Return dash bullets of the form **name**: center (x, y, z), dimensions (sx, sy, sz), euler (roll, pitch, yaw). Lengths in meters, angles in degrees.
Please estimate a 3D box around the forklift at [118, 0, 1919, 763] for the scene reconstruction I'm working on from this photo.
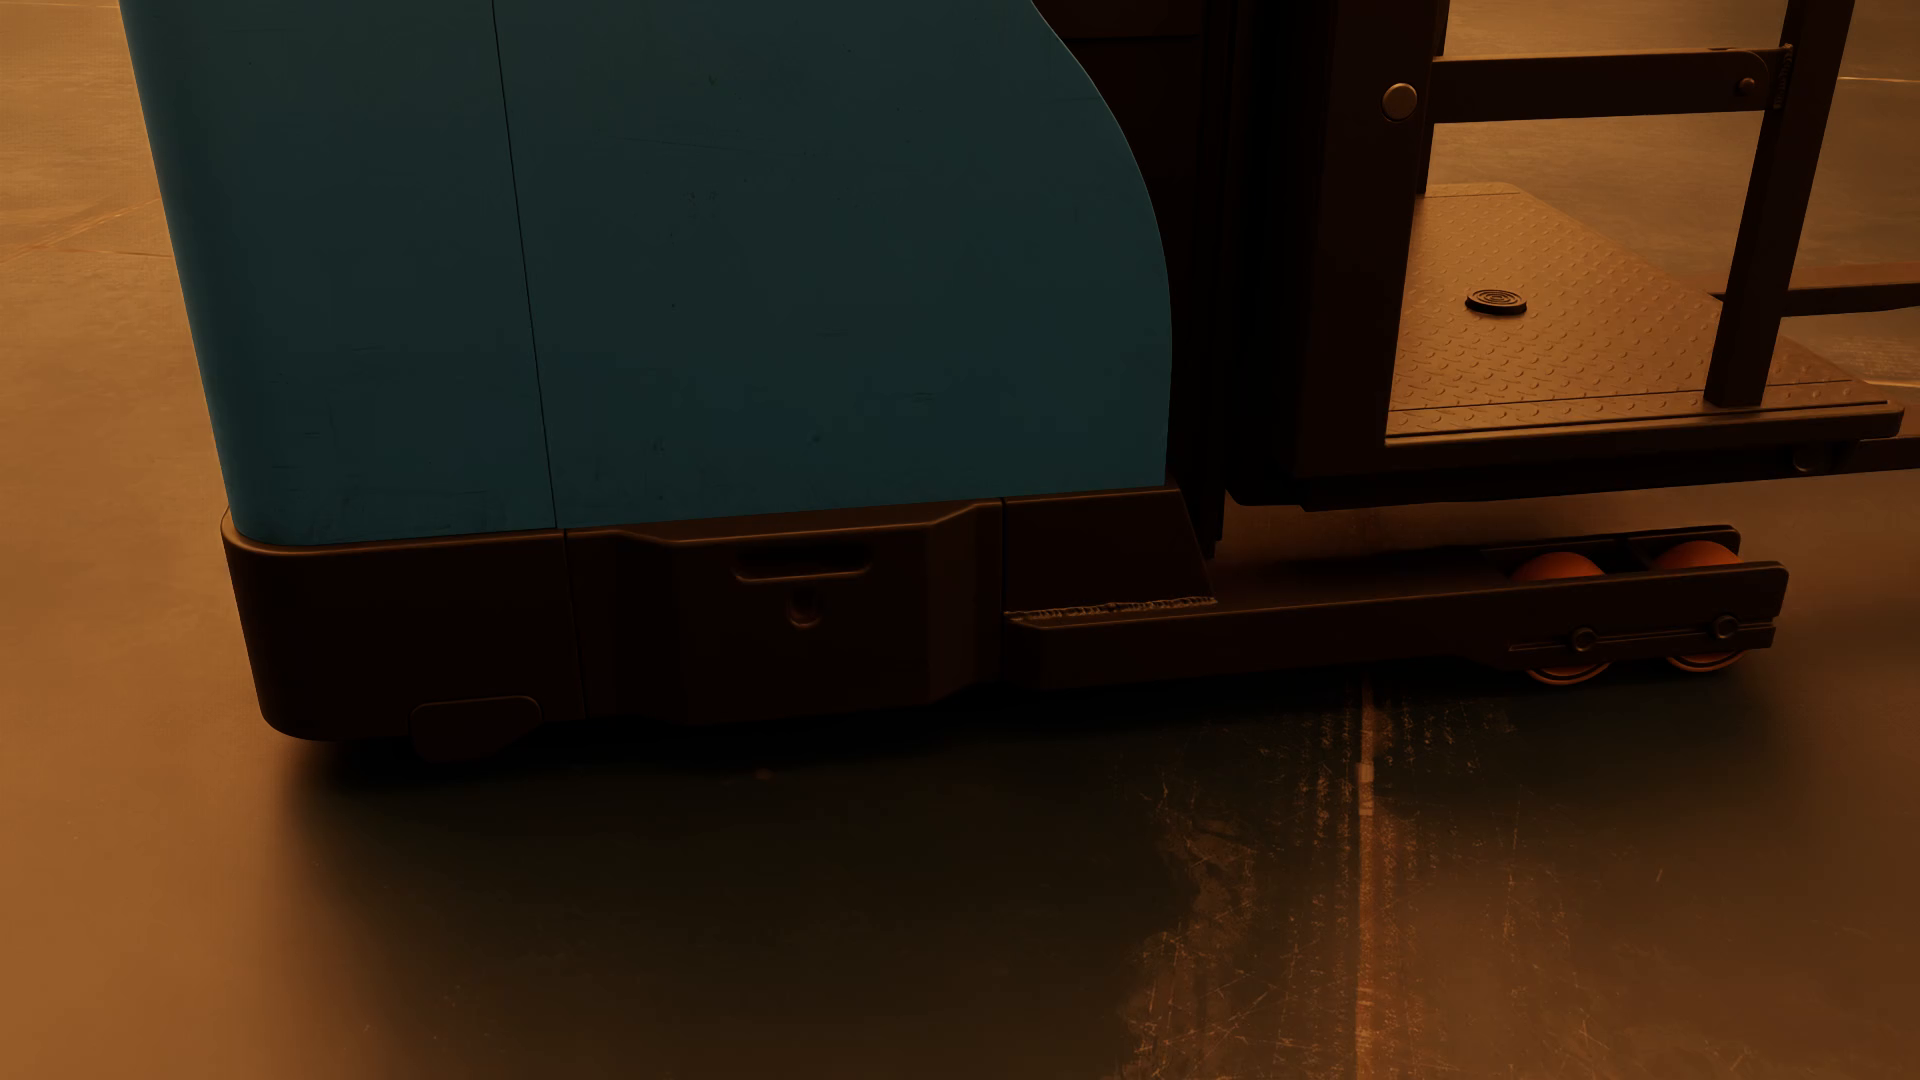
- **forklift**: center (0.600, -1.354, 1.930), dimensions (3.031, 2.935, 1.130), euler (-4, 27, -9)
